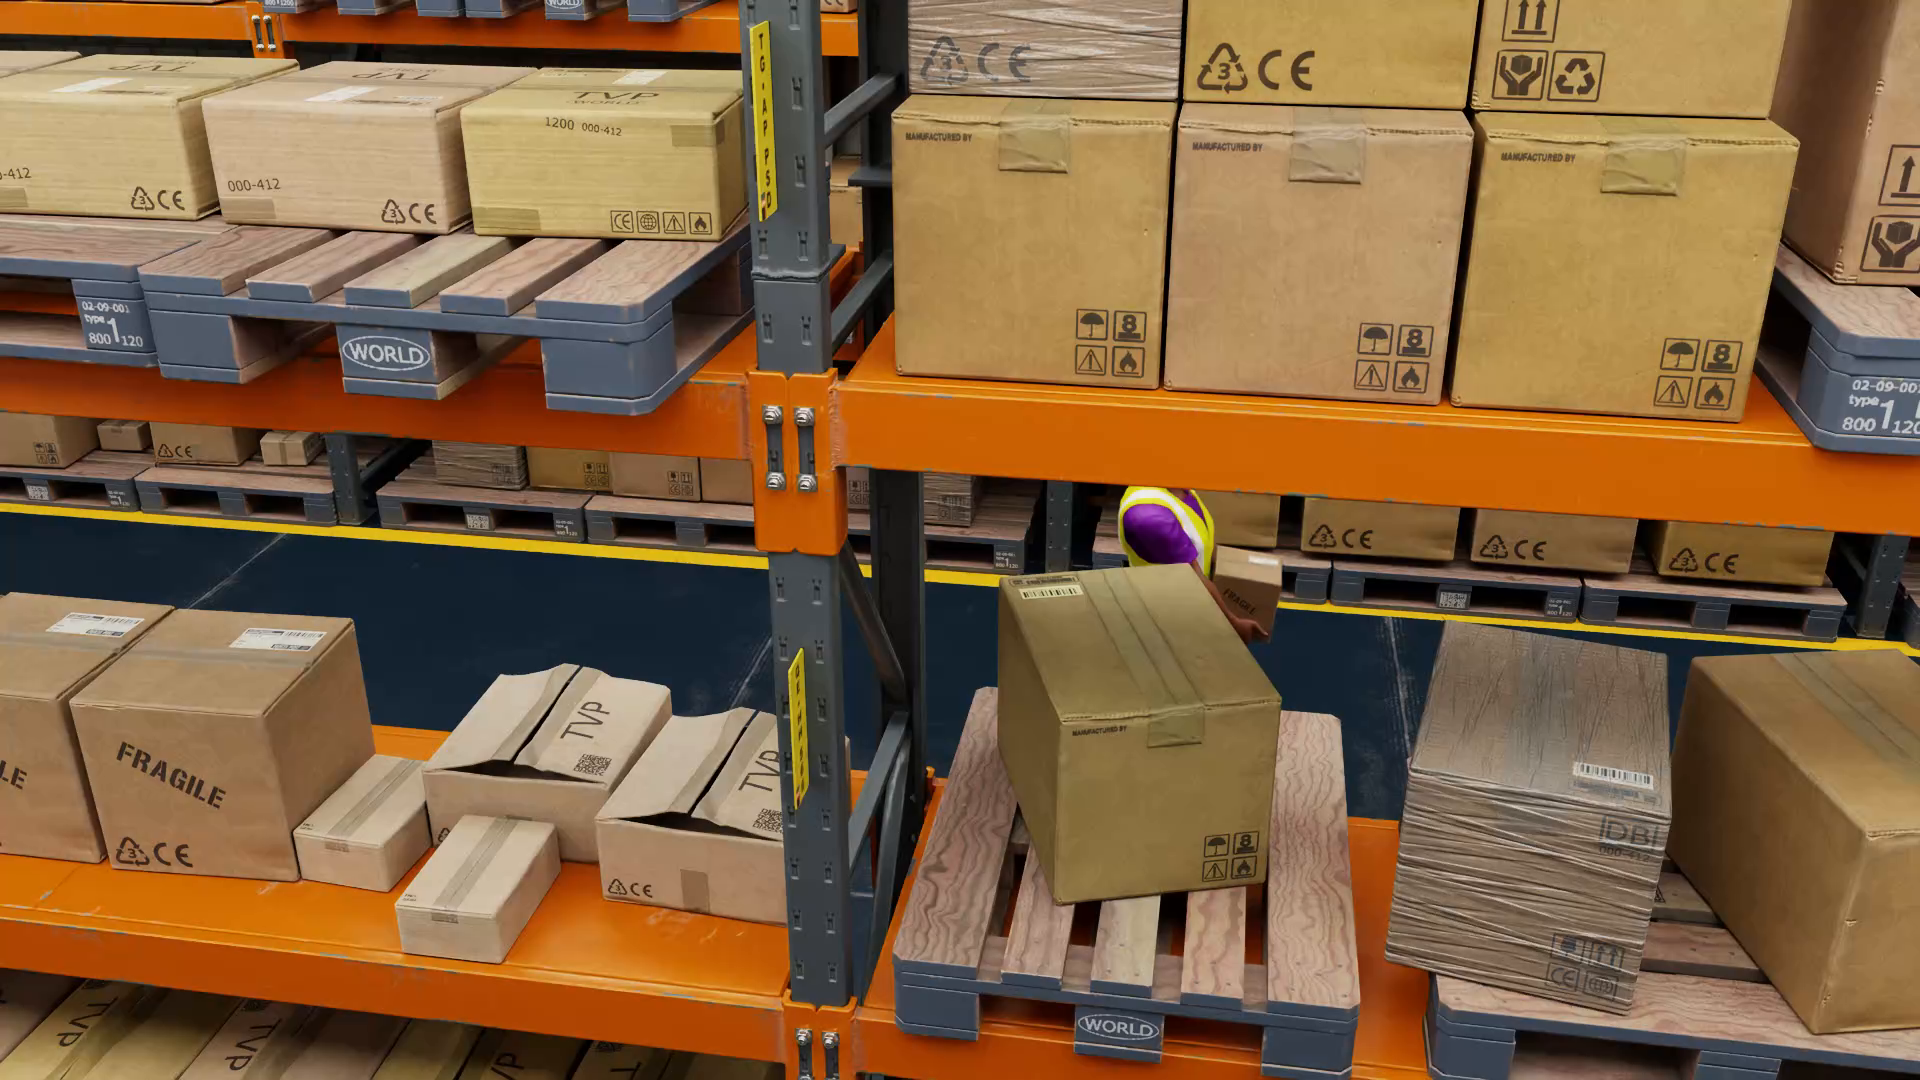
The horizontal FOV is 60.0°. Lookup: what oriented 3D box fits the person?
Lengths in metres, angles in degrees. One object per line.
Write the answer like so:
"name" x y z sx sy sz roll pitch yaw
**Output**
"person" 0.887 0.322 6.389 0.577 1.760 0.503 4 25 9
